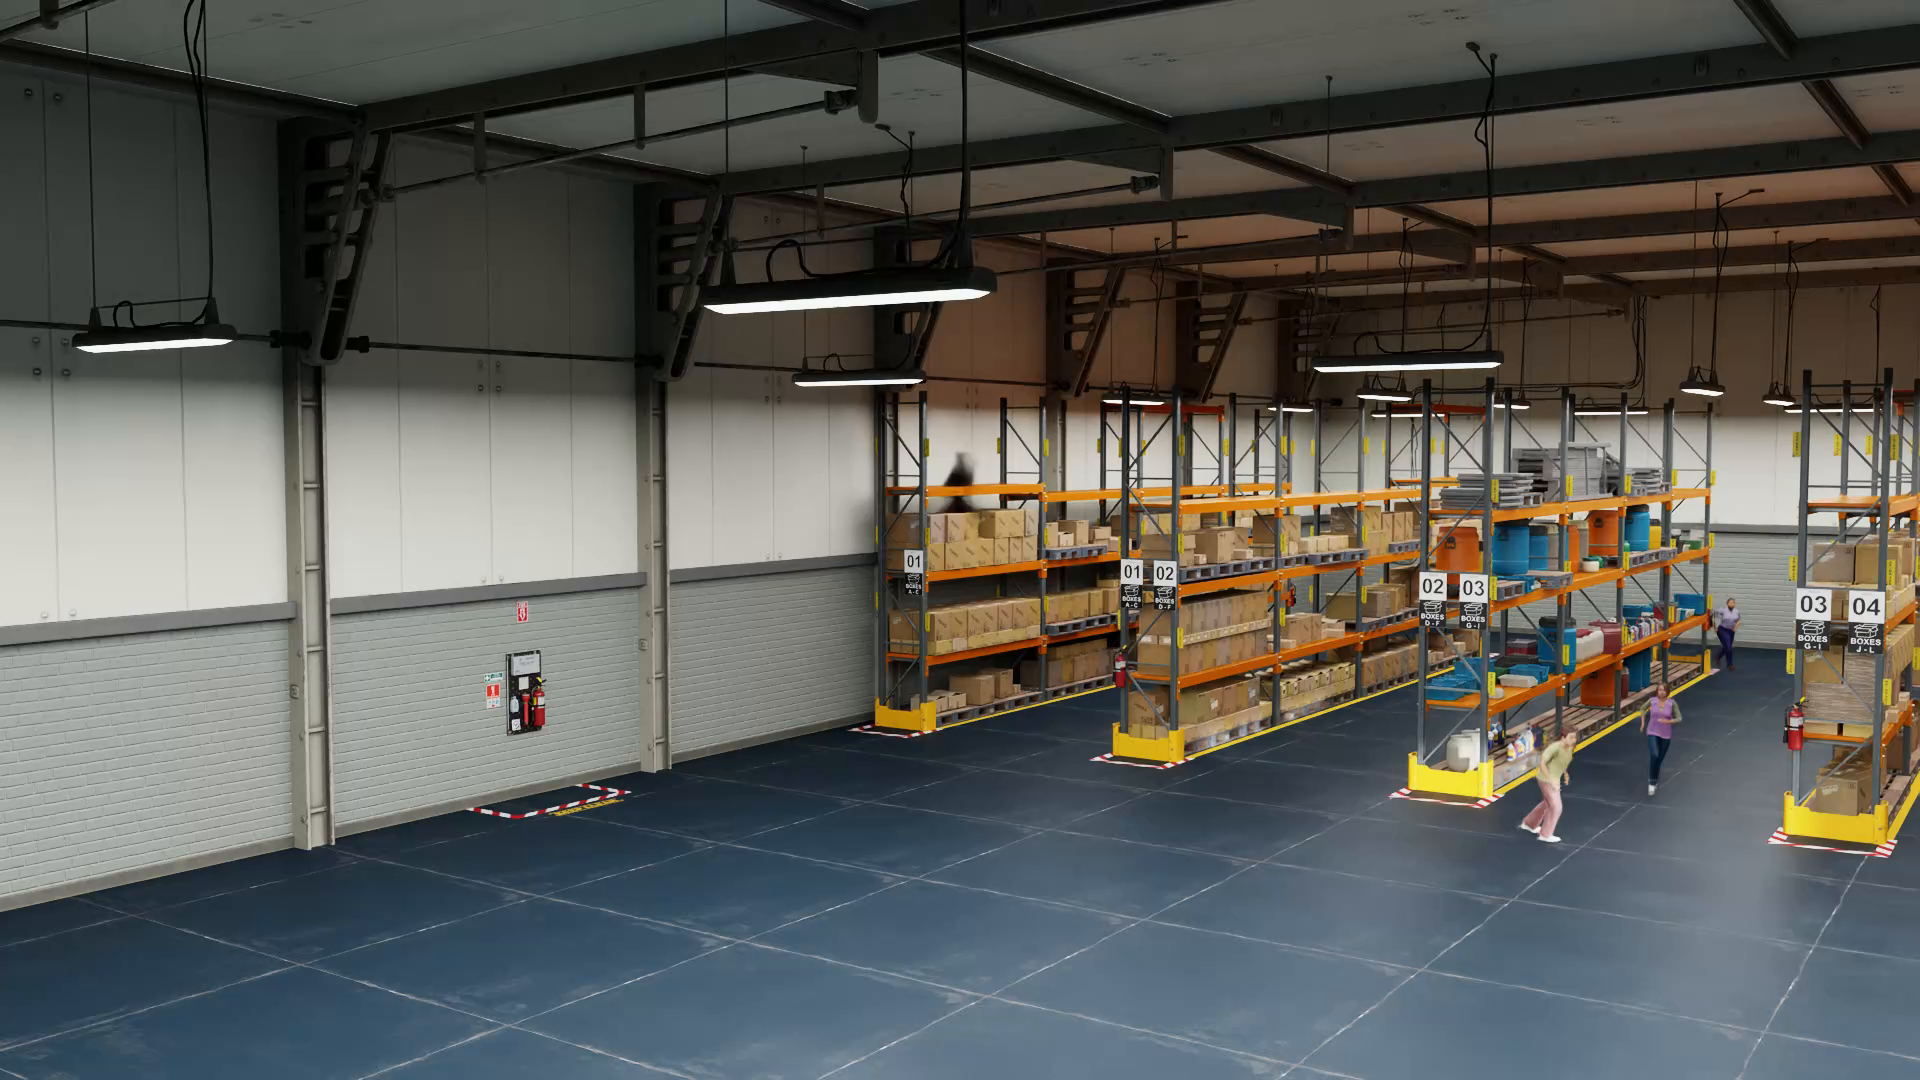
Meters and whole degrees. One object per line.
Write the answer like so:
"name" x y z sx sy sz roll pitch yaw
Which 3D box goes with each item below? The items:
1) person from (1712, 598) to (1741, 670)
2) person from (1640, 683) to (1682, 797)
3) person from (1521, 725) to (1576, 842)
"person" 17.316 2.121 37.717 0.594 1.633 0.733 -1 3 -16
"person" 10.146 2.867 24.100 0.515 1.632 0.651 1 3 11
"person" 7.487 3.065 21.153 0.629 1.532 0.822 -3 4 -44
